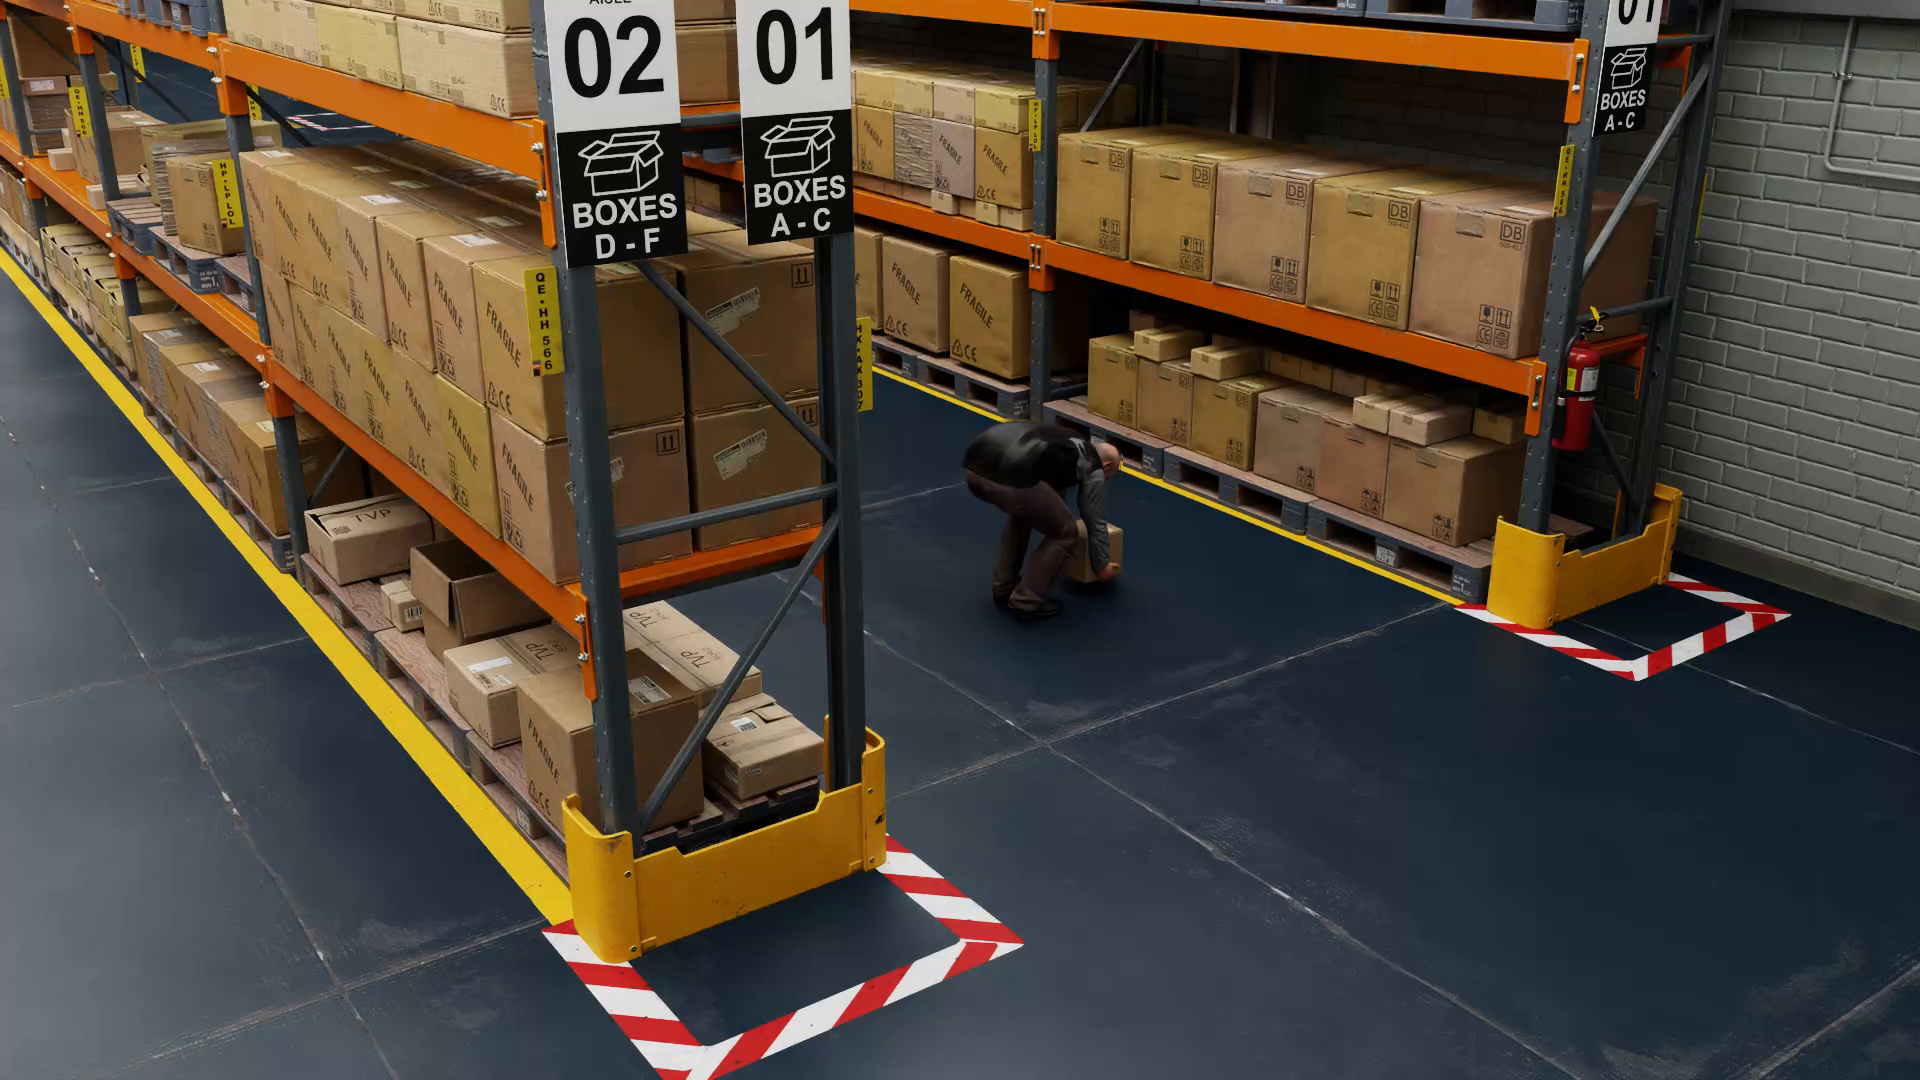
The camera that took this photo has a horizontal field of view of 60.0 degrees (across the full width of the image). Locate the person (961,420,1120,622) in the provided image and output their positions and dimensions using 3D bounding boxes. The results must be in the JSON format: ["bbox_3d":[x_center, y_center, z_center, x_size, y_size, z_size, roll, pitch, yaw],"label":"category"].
[{"bbox_3d":[0.451,-0.156,8.515,0.946,1.001,0.492,-16,26,-35],"label":"person"}]
